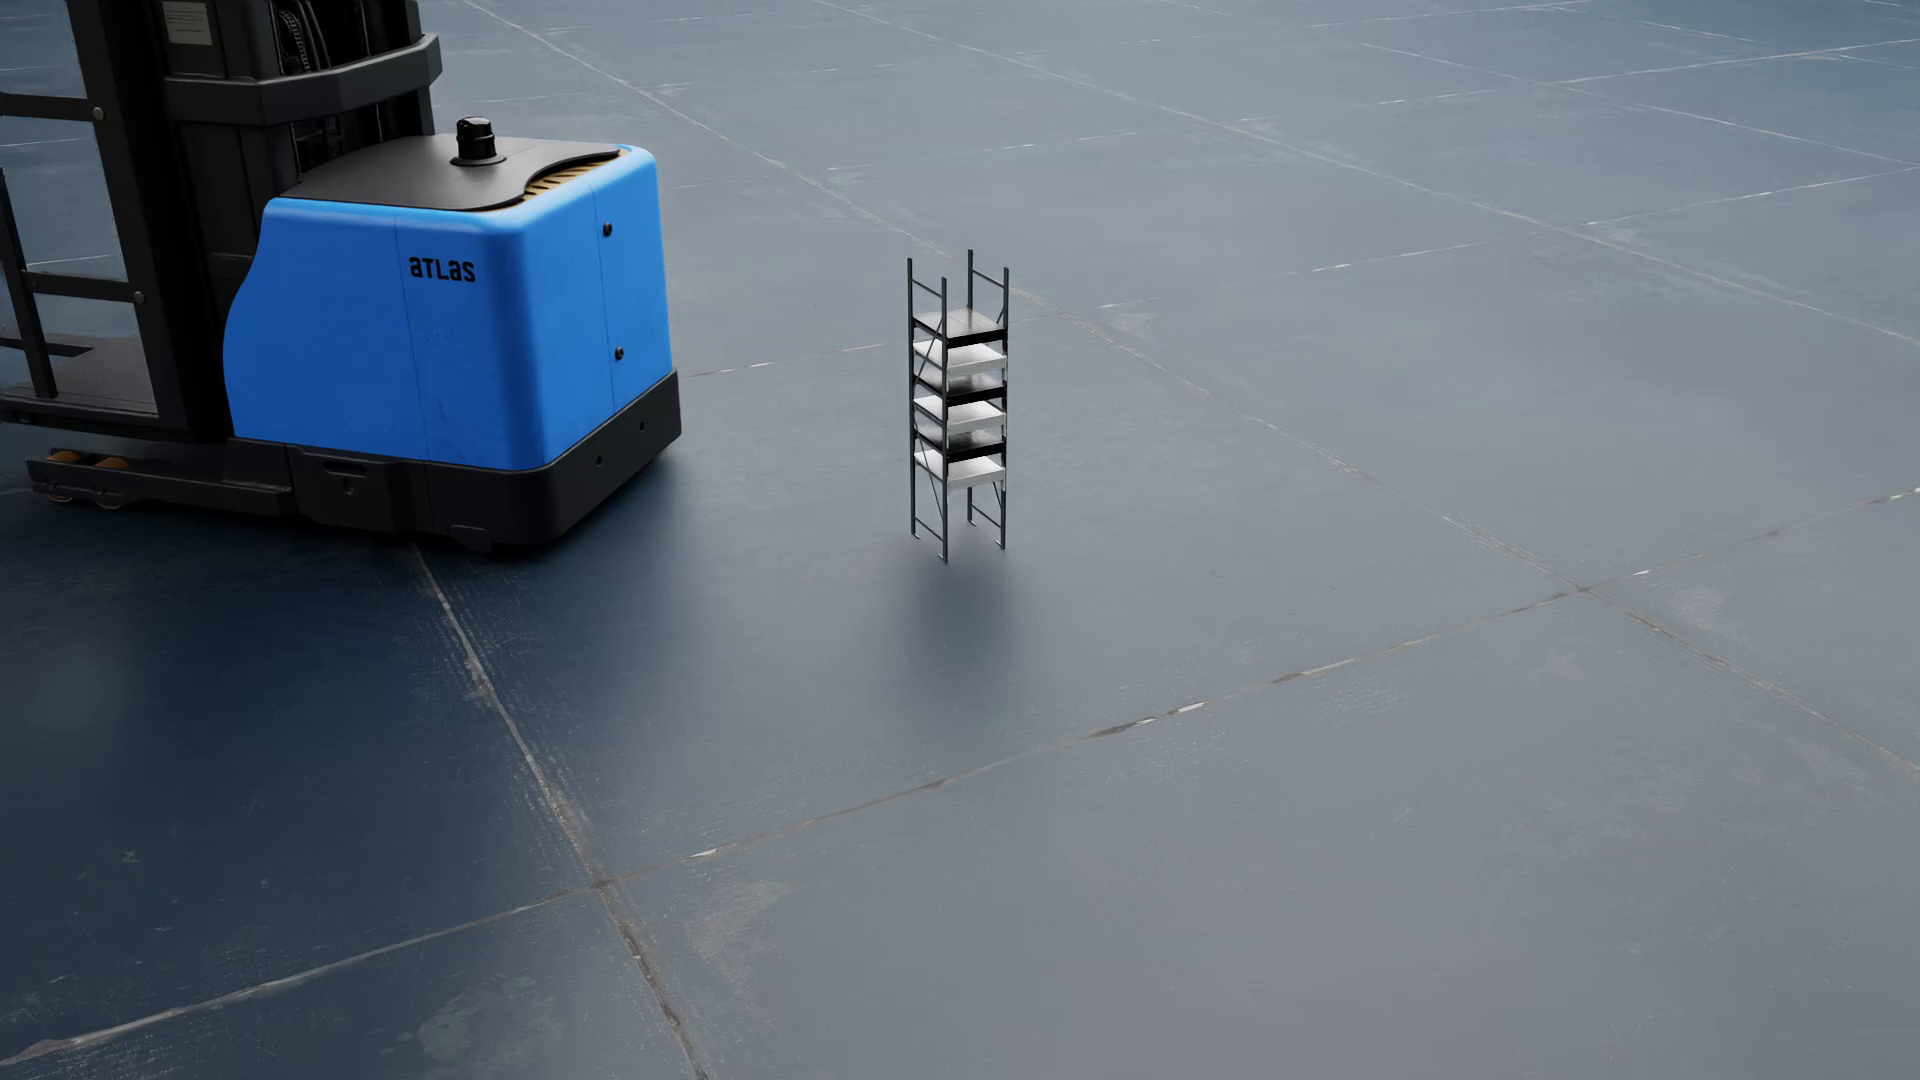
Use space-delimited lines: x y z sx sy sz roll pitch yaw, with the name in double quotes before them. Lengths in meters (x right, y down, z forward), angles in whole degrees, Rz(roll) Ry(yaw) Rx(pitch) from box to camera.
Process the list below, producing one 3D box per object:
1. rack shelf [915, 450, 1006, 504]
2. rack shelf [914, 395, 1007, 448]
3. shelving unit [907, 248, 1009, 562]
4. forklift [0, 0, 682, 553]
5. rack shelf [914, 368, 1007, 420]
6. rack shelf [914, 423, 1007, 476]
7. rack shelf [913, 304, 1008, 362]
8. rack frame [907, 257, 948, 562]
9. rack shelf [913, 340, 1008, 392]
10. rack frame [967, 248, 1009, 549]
"rack shelf" -0.007 -0.212 5.144 0.200 0.077 0.258 -13 29 -25
"rack shelf" -0.007 -0.374 5.066 0.200 0.077 0.258 -13 29 -25
"shelving unit" -0.007 -0.404 5.052 0.210 0.900 0.258 -13 29 -25
"forklift" -2.557 -1.631 5.262 3.031 2.935 1.130 7 27 15
"rack shelf" -0.007 -0.455 5.027 0.200 0.077 0.258 -13 29 -25
"rack shelf" -0.007 -0.293 5.105 0.200 0.077 0.258 -13 29 -25
"rack shelf" -0.007 -0.617 4.949 0.200 0.077 0.258 -13 29 -25
"rack frame" -0.097 -0.383 5.009 0.006 0.900 0.240 -13 29 -25
"rack shelf" -0.007 -0.536 4.988 0.200 0.077 0.258 -13 29 -25
"rack frame" 0.083 -0.425 5.095 0.006 0.900 0.240 -13 29 -25
